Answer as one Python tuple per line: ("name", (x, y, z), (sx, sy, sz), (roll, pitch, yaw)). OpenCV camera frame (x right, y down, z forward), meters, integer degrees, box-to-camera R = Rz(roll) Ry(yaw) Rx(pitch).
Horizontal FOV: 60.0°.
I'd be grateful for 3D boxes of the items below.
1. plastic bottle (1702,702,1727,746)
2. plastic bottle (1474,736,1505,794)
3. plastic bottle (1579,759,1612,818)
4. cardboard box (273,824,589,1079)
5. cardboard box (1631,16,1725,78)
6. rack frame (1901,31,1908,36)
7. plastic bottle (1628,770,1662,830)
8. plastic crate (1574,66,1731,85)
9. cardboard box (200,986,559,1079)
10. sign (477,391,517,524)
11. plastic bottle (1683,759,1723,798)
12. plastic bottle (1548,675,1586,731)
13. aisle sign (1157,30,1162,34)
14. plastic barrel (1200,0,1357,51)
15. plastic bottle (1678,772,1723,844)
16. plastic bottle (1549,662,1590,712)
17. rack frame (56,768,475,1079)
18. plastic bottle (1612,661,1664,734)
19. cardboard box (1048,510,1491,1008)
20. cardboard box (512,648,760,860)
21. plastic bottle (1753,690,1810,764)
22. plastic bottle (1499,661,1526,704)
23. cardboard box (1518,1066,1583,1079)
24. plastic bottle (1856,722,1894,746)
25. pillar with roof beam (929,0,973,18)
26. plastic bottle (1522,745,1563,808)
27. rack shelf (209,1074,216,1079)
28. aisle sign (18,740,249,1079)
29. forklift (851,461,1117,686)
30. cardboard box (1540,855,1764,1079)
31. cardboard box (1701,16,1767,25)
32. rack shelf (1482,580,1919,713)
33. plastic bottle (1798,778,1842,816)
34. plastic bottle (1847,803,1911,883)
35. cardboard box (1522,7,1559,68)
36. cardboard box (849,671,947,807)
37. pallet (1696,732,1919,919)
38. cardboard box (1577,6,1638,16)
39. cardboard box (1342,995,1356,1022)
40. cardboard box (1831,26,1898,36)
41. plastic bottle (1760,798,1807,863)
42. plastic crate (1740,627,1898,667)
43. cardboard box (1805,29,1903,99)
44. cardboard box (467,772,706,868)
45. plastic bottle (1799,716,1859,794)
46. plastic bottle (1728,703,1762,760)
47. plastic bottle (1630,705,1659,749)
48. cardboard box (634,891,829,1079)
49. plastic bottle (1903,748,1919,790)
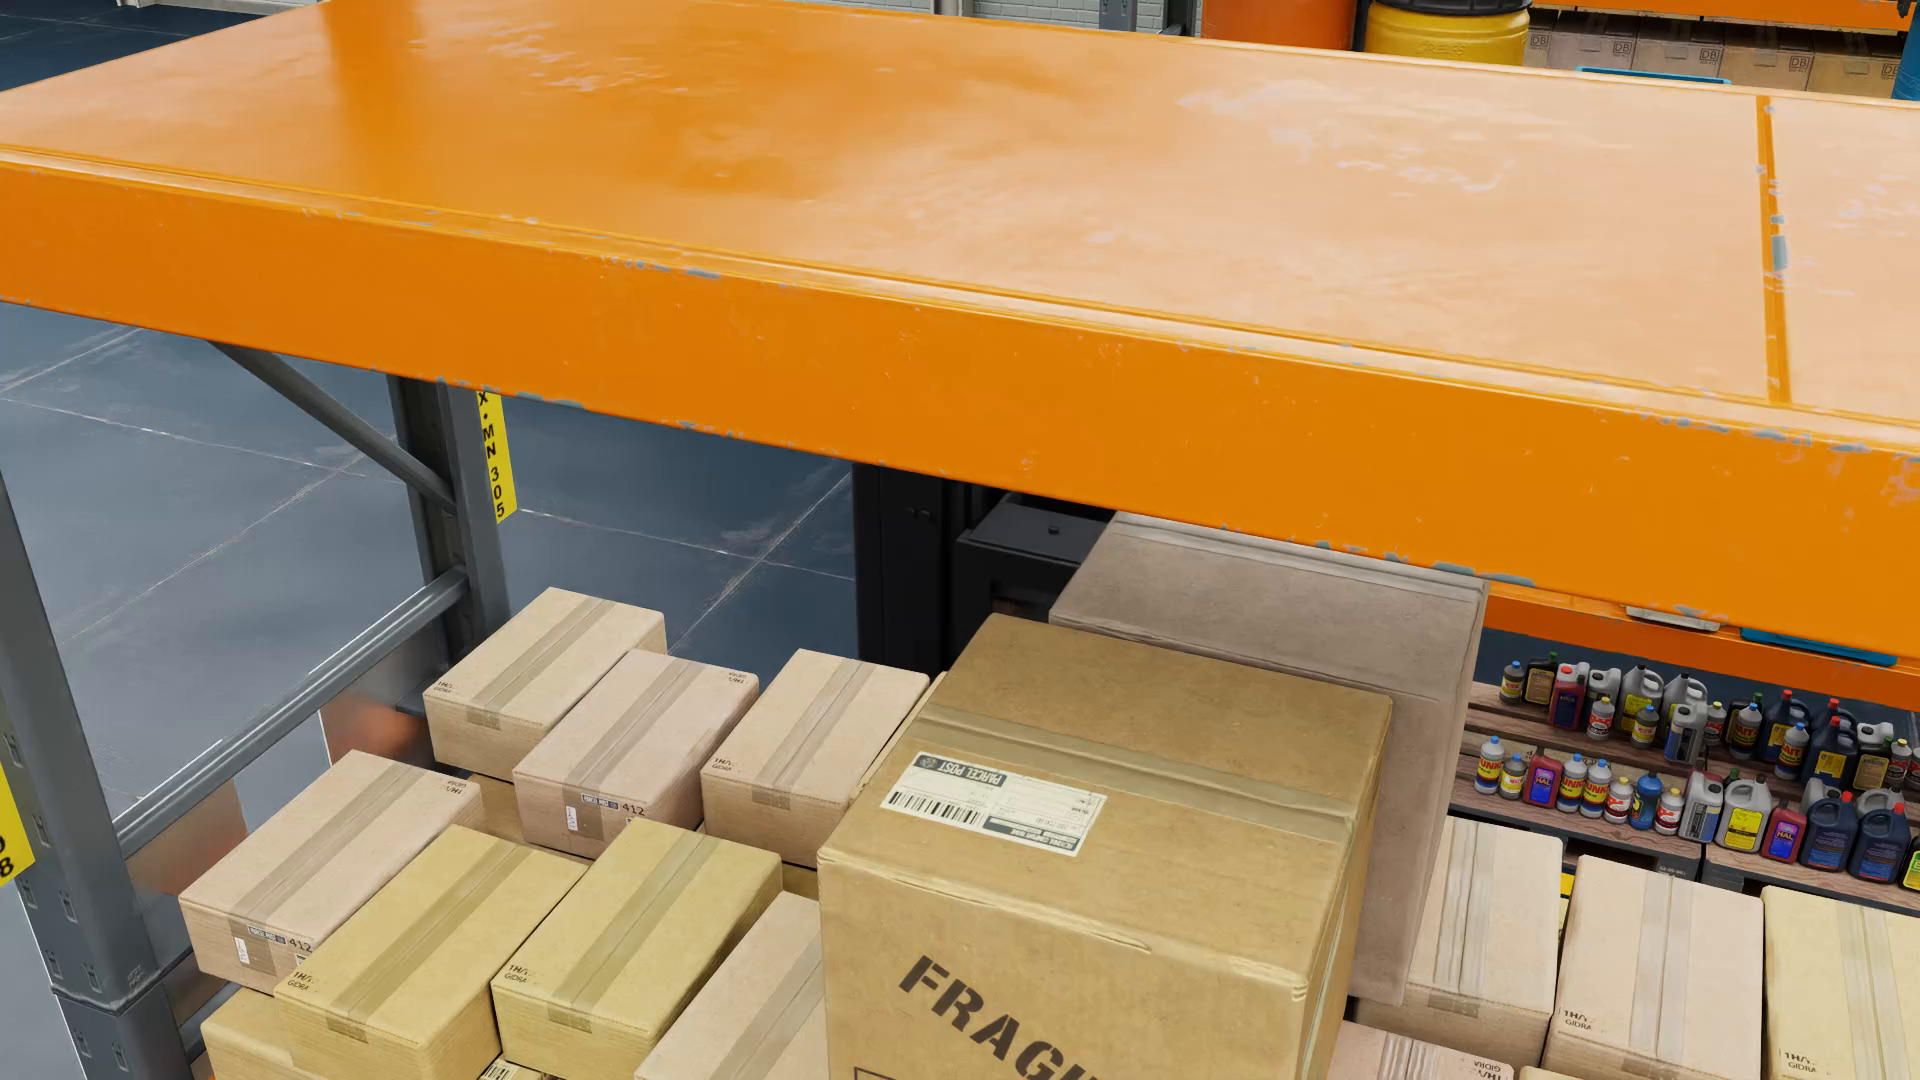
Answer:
("plastic bottle", (3.451, 0.834, 7.623), (0.097, 0.201, 0.097), (0, 29, 0))
("plastic bottle", (2.328, 0.977, 7.298), (0.097, 0.271, 0.097), (0, 29, 0))
("plastic bottle", (2.738, 1.059, 7.153), (0.097, 0.271, 0.097), (0, 29, 0))
("cardboard box", (-0.725, 0.596, 2.345), (0.250, 0.149, 0.380), (12, 32, 20))
("cardboard box", (4.529, -2.980, 10.554), (0.500, 0.500, 0.700), (11, 31, 19))
("rack frame", (8.196, -4.274, 14.262), (0.127, 3.000, 1.000), (11, 31, 19))
("plastic bottle", (2.926, 1.097, 7.087), (0.097, 0.271, 0.097), (0, 29, 0))
("plastic crate", (2.645, -1.580, 6.464), (0.575, 0.384, 0.392), (11, 31, 19))
("cardboard box", (-0.748, 0.728, 2.517), (0.500, 0.250, 0.500), (12, 32, 21))
("sign", (-0.870, -0.179, 3.069), (0.005, 0.325, 0.100), (11, 31, 19))
("plastic bottle", (3.180, 1.071, 7.120), (0.133, 0.283, 0.061), (11, 31, 19))
("plastic bottle", (2.815, 0.742, 7.702), (0.133, 0.283, 0.061), (11, 31, 19))
("aisle sign", (0.810, -1.777, 7.203), (0.004, 0.787, 0.394), (11, 31, 19))
("plastic barrel", (1.263, -2.140, 6.576), (0.708, 0.830, 0.600), (11, 31, 19))
("plastic bottle", (3.140, 1.123, 7.036), (0.135, 0.276, 0.152), (12, 32, 20))
("plastic bottle", (2.855, 0.697, 7.790), (0.135, 0.276, 0.152), (12, 31, 19))
("rack frame", (-1.097, 1.762, 3.584), (0.127, 3.000, 1.000), (11, 31, 19))
("plastic bottle", (3.138, 0.719, 7.675), (0.185, 0.351, 0.144), (13, 32, 21))
("cardboard box", (0.434, 0.237, 2.322), (0.500, 0.500, 0.500), (11, 31, 19))
("cardboard box", (-0.525, 0.359, 2.766), (0.250, 0.149, 0.380), (10, 31, 17))
("plastic bottle", (3.705, 0.832, 7.475), (0.185, 0.351, 0.144), (10, 31, 17))
("plastic bottle", (2.632, 0.670, 7.913), (0.097, 0.201, 0.097), (0, 29, 0))
("cardboard box", (0.760, 0.828, 1.936), (0.250, 0.149, 0.380), (10, 31, 17))
("plastic bottle", (4.031, 0.932, 7.374), (0.135, 0.276, 0.152), (12, 32, 21))
("pillar with roof beam", (-1.715, -7.037, 13.055), (0.400, 9.000, 9.100), (11, 31, 19))
("plastic bottle", (2.531, 1.022, 7.206), (0.133, 0.283, 0.061), (12, 32, 20))
("rack shelf", (0.756, 1.139, 2.369), (4.000, 0.370, 1.077), (11, 31, 19))
("aisle sign", (-1.267, 0.756, 2.723), (0.004, 0.787, 0.394), (11, 31, 19))
("forklift", (0.489, 0.710, 5.515), (3.031, 2.935, 1.130), (12, 32, 21))
("cardboard box", (0.950, 0.631, 2.284), (0.250, 0.149, 0.380), (12, 32, 20))
("cardboard box", (6.715, -4.678, 14.347), (0.500, 0.500, 0.500), (10, 31, 18))
("rack shelf", (2.618, 0.187, 7.102), (4.000, 0.370, 1.077), (11, 31, 19))
("plastic bottle", (3.621, 1.142, 7.001), (0.135, 0.276, 0.152), (11, 31, 19))
("plastic bottle", (3.766, 1.218, 6.792), (0.185, 0.351, 0.144), (10, 31, 18))
("cardboard box", (3.597, -3.166, 10.882), (0.500, 0.500, 0.700), (10, 31, 18))
("cardboard box", (0.011, 0.395, 2.702), (0.250, 0.149, 0.380), (11, 31, 19))
("pallet", (3.865, 1.314, 7.210), (1.213, 0.211, 1.003), (11, 31, 19))
("cardboard box", (5.750, -4.864, 14.676), (0.500, 0.500, 0.500), (10, 31, 17))
("cardboard box", (0.380, 0.684, 2.595), (0.500, 0.250, 0.500), (12, 32, 20))
("cardboard box", (7.642, -4.490, 14.015), (0.500, 0.500, 0.500), (11, 31, 19))
("plastic bottle", (3.422, 1.200, 6.891), (0.133, 0.283, 0.061), (13, 32, 22))
("plastic crate", (3.344, 0.227, 6.450), (0.616, 0.251, 0.499), (11, 31, 19))
("cardboard box", (5.455, -2.795, 10.226), (0.500, 0.500, 0.700), (11, 31, 19))
("cardboard box", (-0.555, 0.495, 2.930), (0.500, 0.250, 0.500), (12, 32, 20))
("plastic bottle", (3.825, 0.933, 7.297), (0.185, 0.351, 0.144), (11, 31, 19))
("plastic bottle", (3.554, 0.856, 7.512), (0.097, 0.271, 0.097), (0, 29, 0))
("plastic bottle", (3.134, 0.847, 7.600), (0.097, 0.201, 0.097), (0, 29, 0))
("cardboard box", (-0.219, 0.670, 2.216), (0.250, 0.149, 0.380), (13, 32, 21))
("plastic bottle", (4.247, 0.993, 7.342), (0.097, 0.201, 0.097), (0, 29, 0))
